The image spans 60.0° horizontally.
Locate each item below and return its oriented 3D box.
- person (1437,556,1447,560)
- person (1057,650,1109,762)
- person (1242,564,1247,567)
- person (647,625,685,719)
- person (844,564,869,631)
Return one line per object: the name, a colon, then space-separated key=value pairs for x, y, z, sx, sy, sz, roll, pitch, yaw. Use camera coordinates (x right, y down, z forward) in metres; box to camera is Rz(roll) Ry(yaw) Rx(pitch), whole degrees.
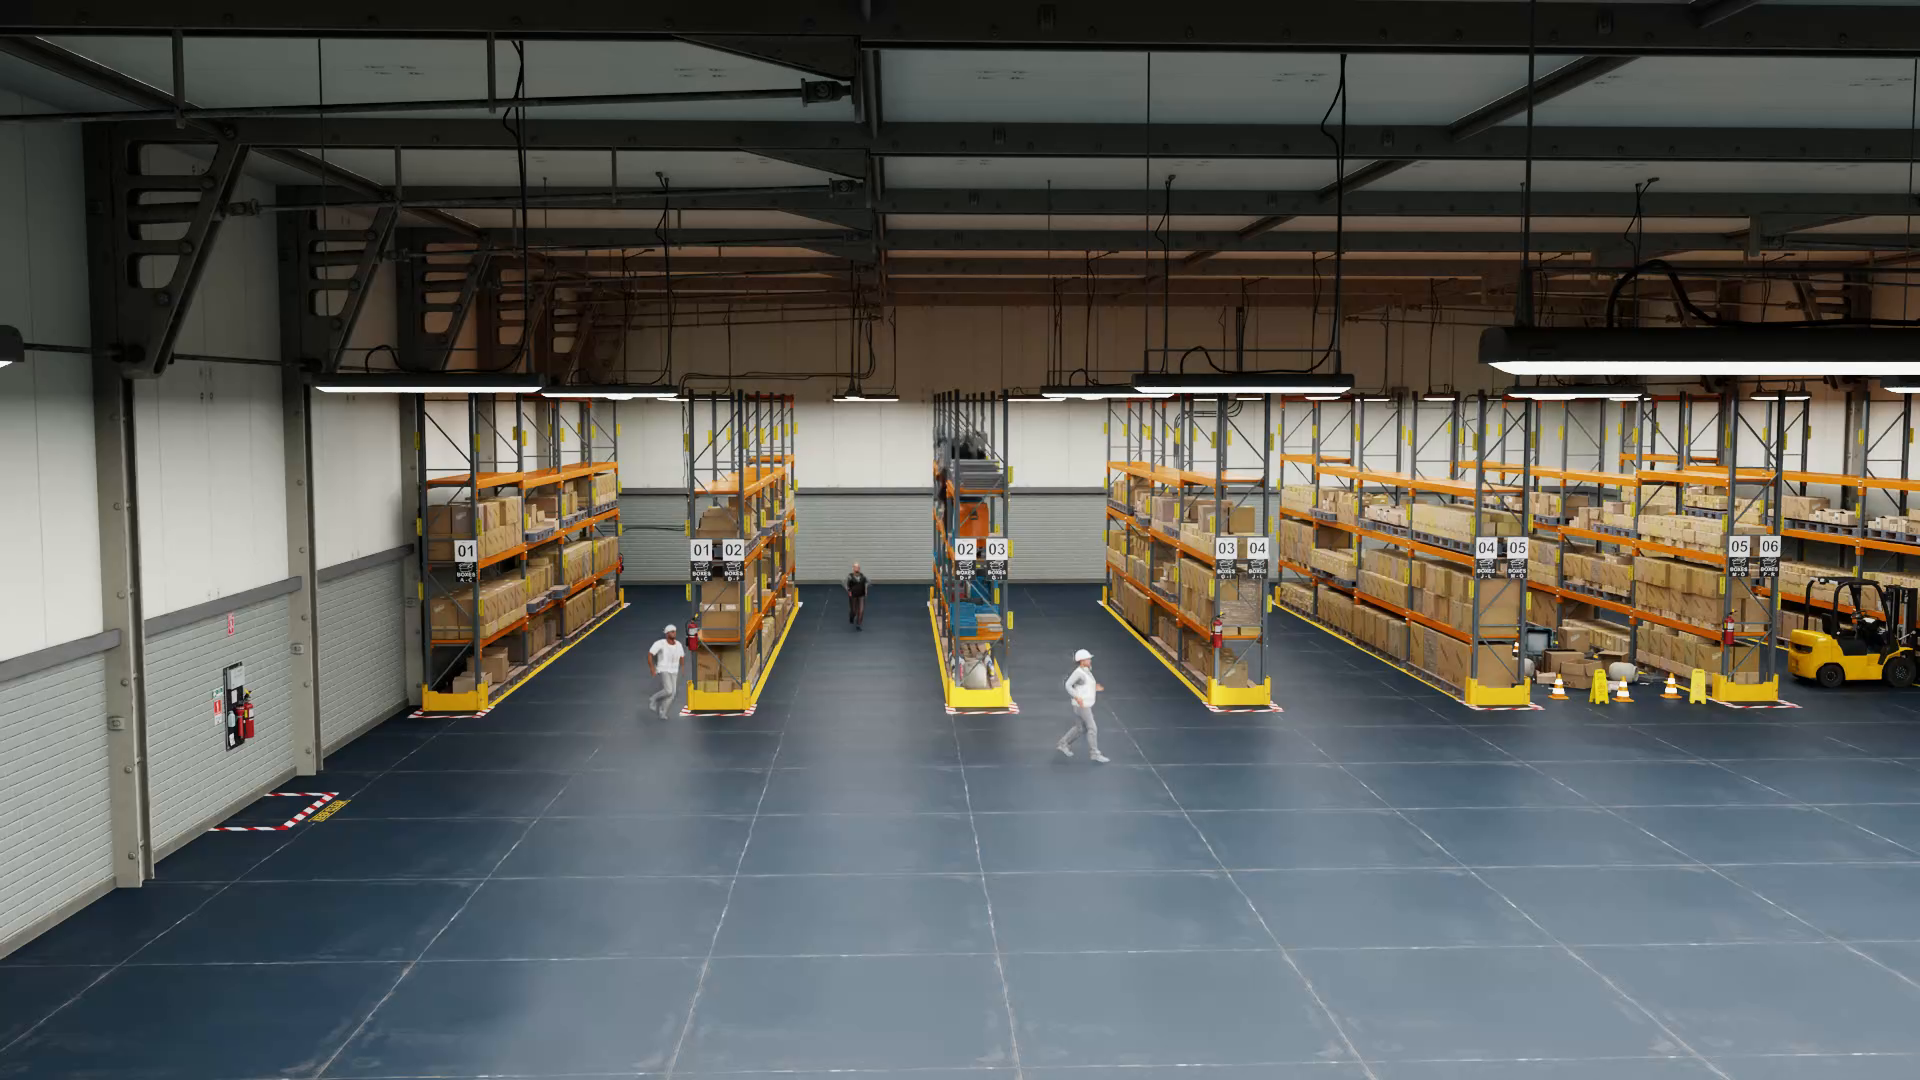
person: x=14.344 y=0.871 z=49.367 sx=0.601 sy=1.638 sz=0.624 roll=0 pitch=5 yaw=6
person: x=1.978 y=2.640 z=26.612 sx=0.872 sy=1.772 sz=0.658 roll=1 pitch=5 yaw=15
person: x=8.167 y=0.938 z=48.228 sx=0.539 sy=1.707 sz=0.700 roll=-4 pitch=6 yaw=-40
person: x=-5.309 y=2.403 z=30.372 sx=0.745 sy=1.692 sz=0.543 roll=-4 pitch=6 yaw=-43
person: x=-2.628 y=1.443 z=42.305 sx=0.667 sy=1.695 sz=0.715 roll=-1 pitch=5 yaw=-16
